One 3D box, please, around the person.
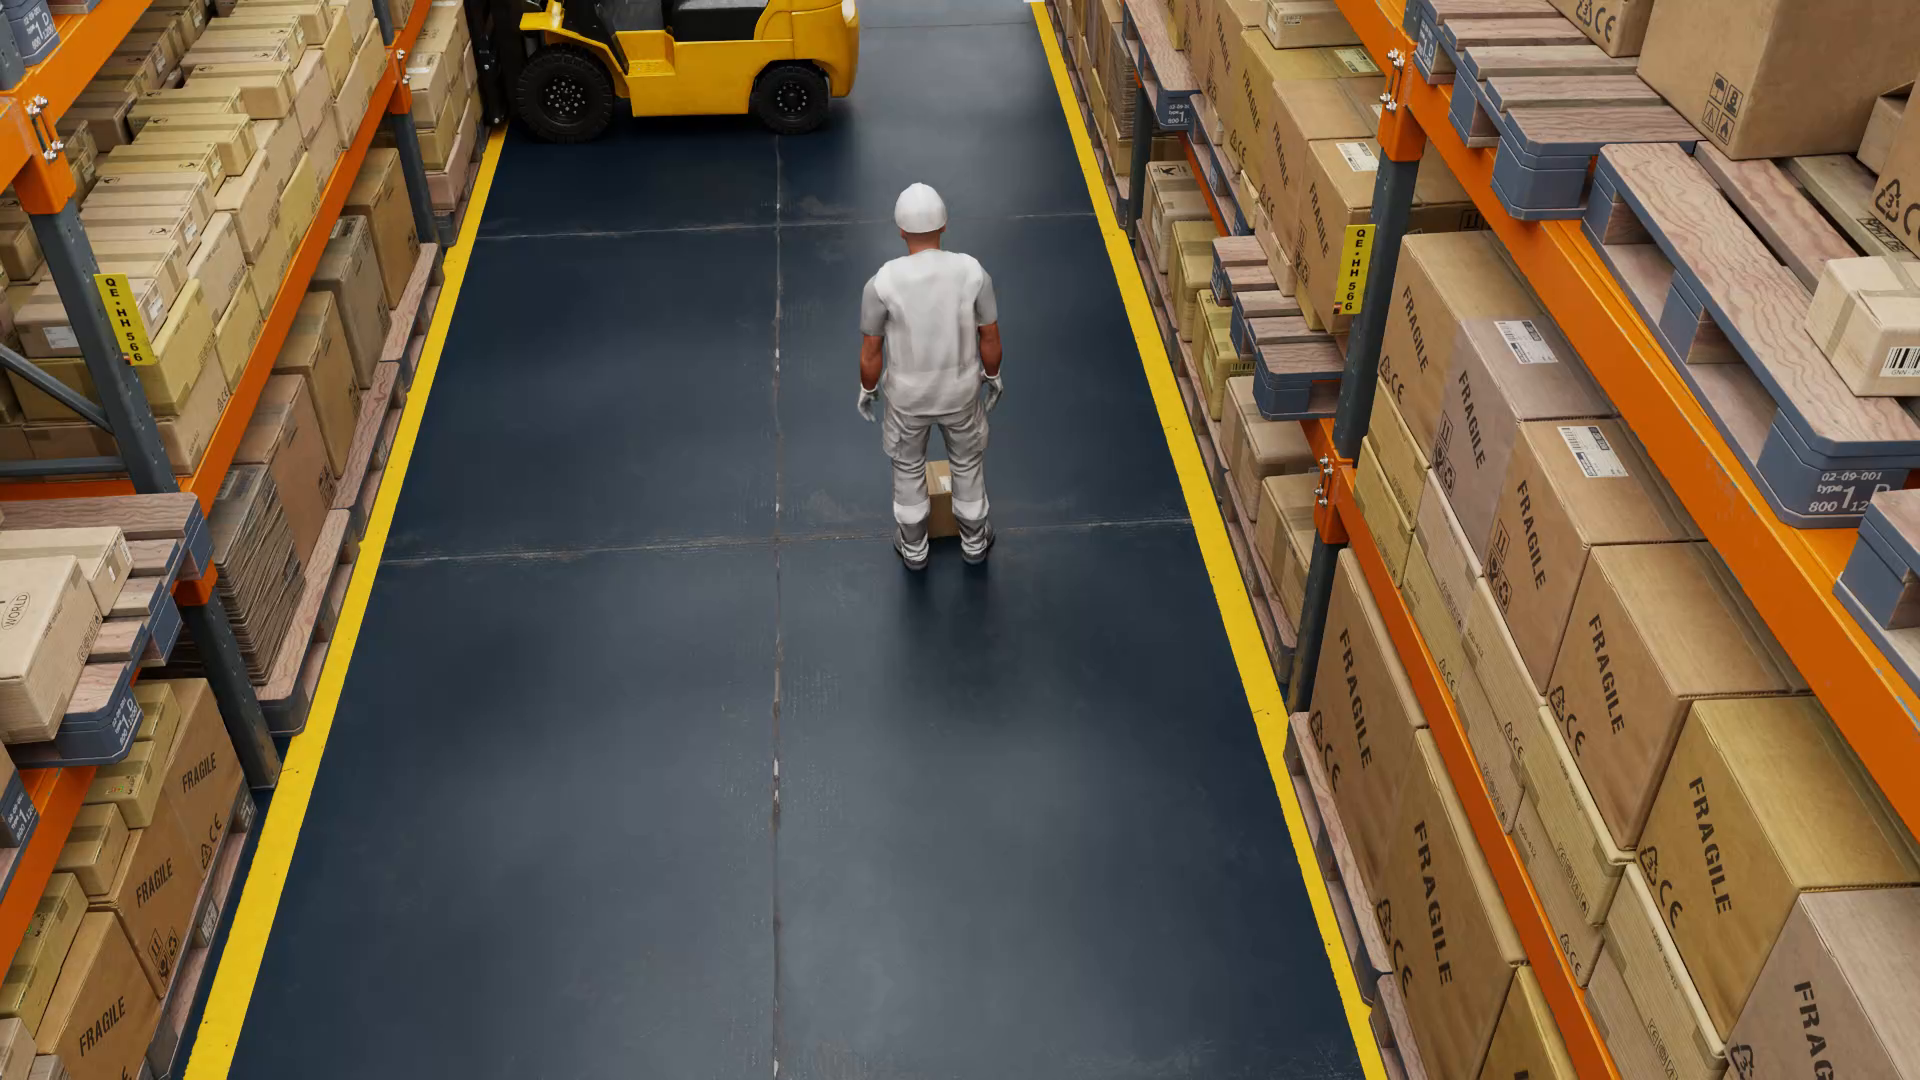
[{"bbox_3d":[-0.122,-0.637,6.935,0.619,1.779,0.448,-5,39,-6],"label":"person"}]
